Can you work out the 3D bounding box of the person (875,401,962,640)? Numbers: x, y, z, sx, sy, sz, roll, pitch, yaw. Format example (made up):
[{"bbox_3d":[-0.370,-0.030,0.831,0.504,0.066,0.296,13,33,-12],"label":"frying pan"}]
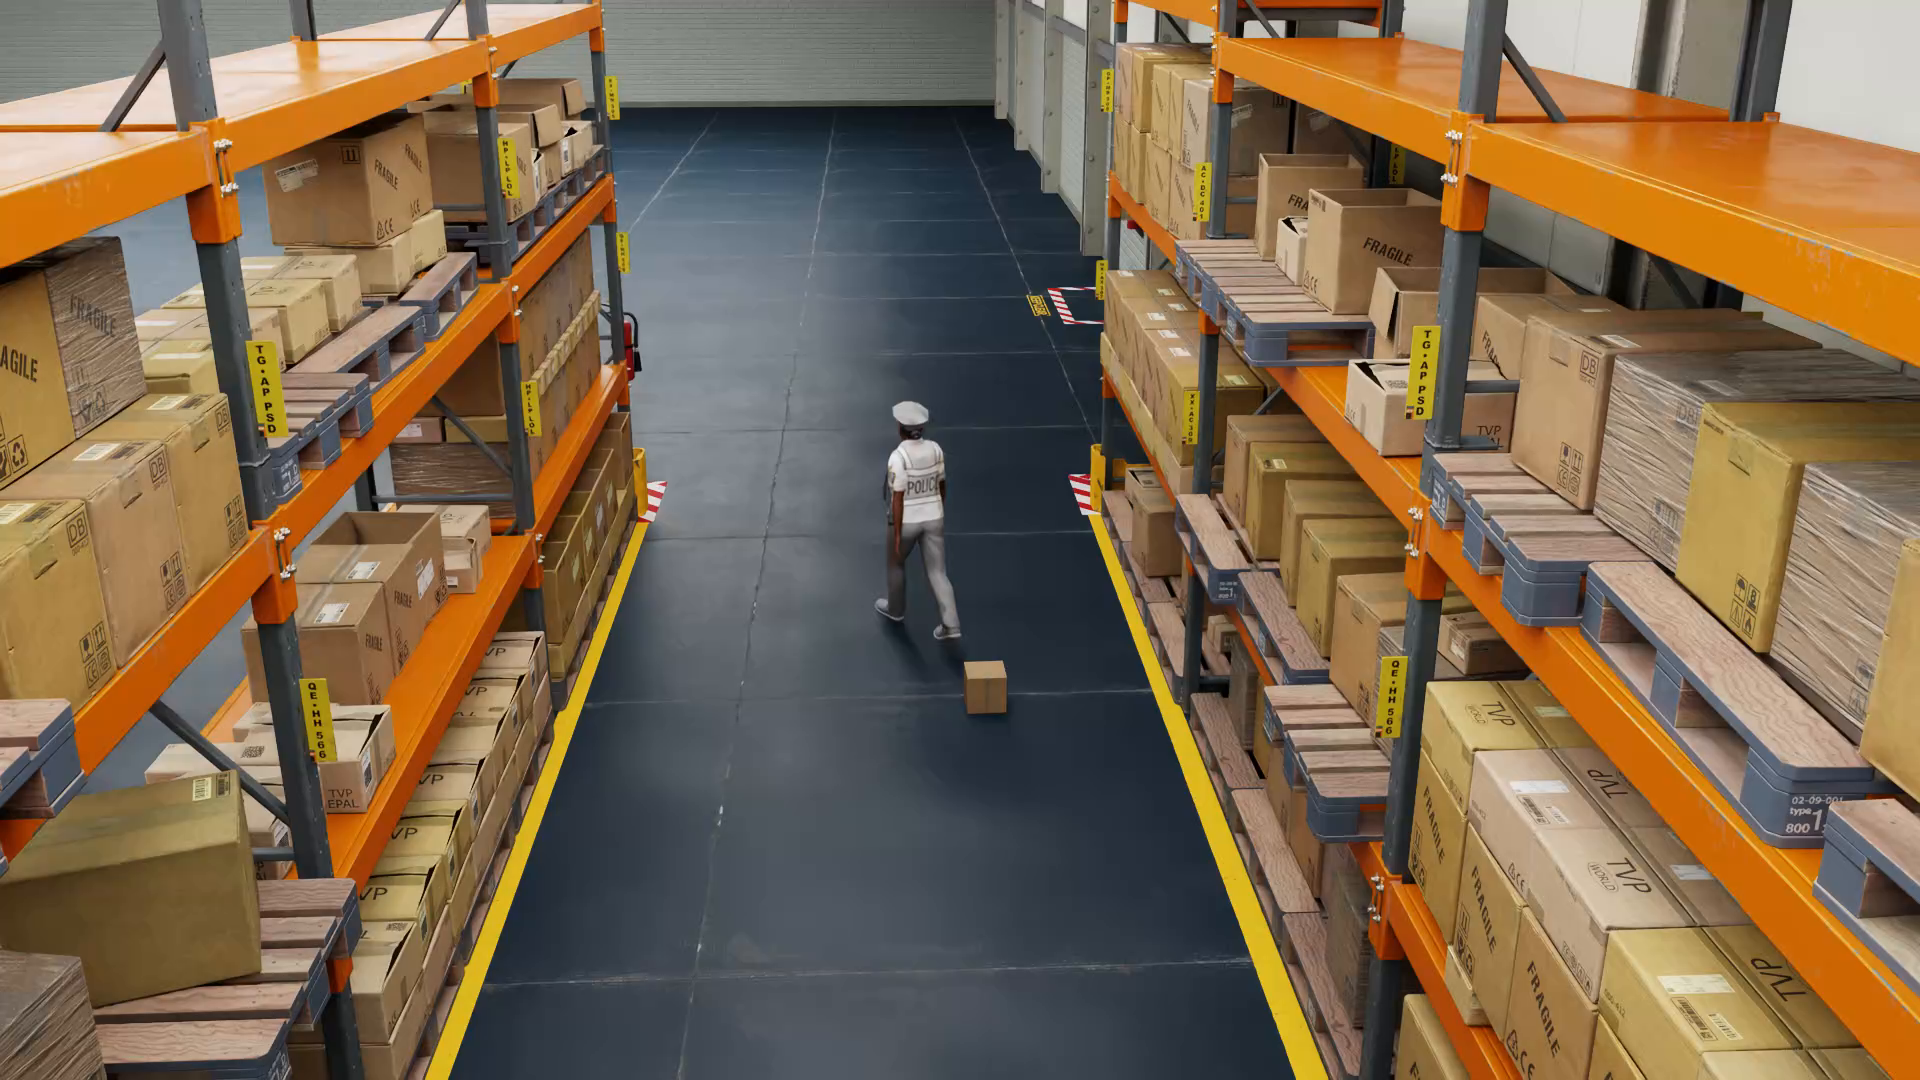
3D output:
[{"bbox_3d":[-0.274,-0.127,11.398,0.467,1.630,1.007,-10,23,-26],"label":"person"}]
